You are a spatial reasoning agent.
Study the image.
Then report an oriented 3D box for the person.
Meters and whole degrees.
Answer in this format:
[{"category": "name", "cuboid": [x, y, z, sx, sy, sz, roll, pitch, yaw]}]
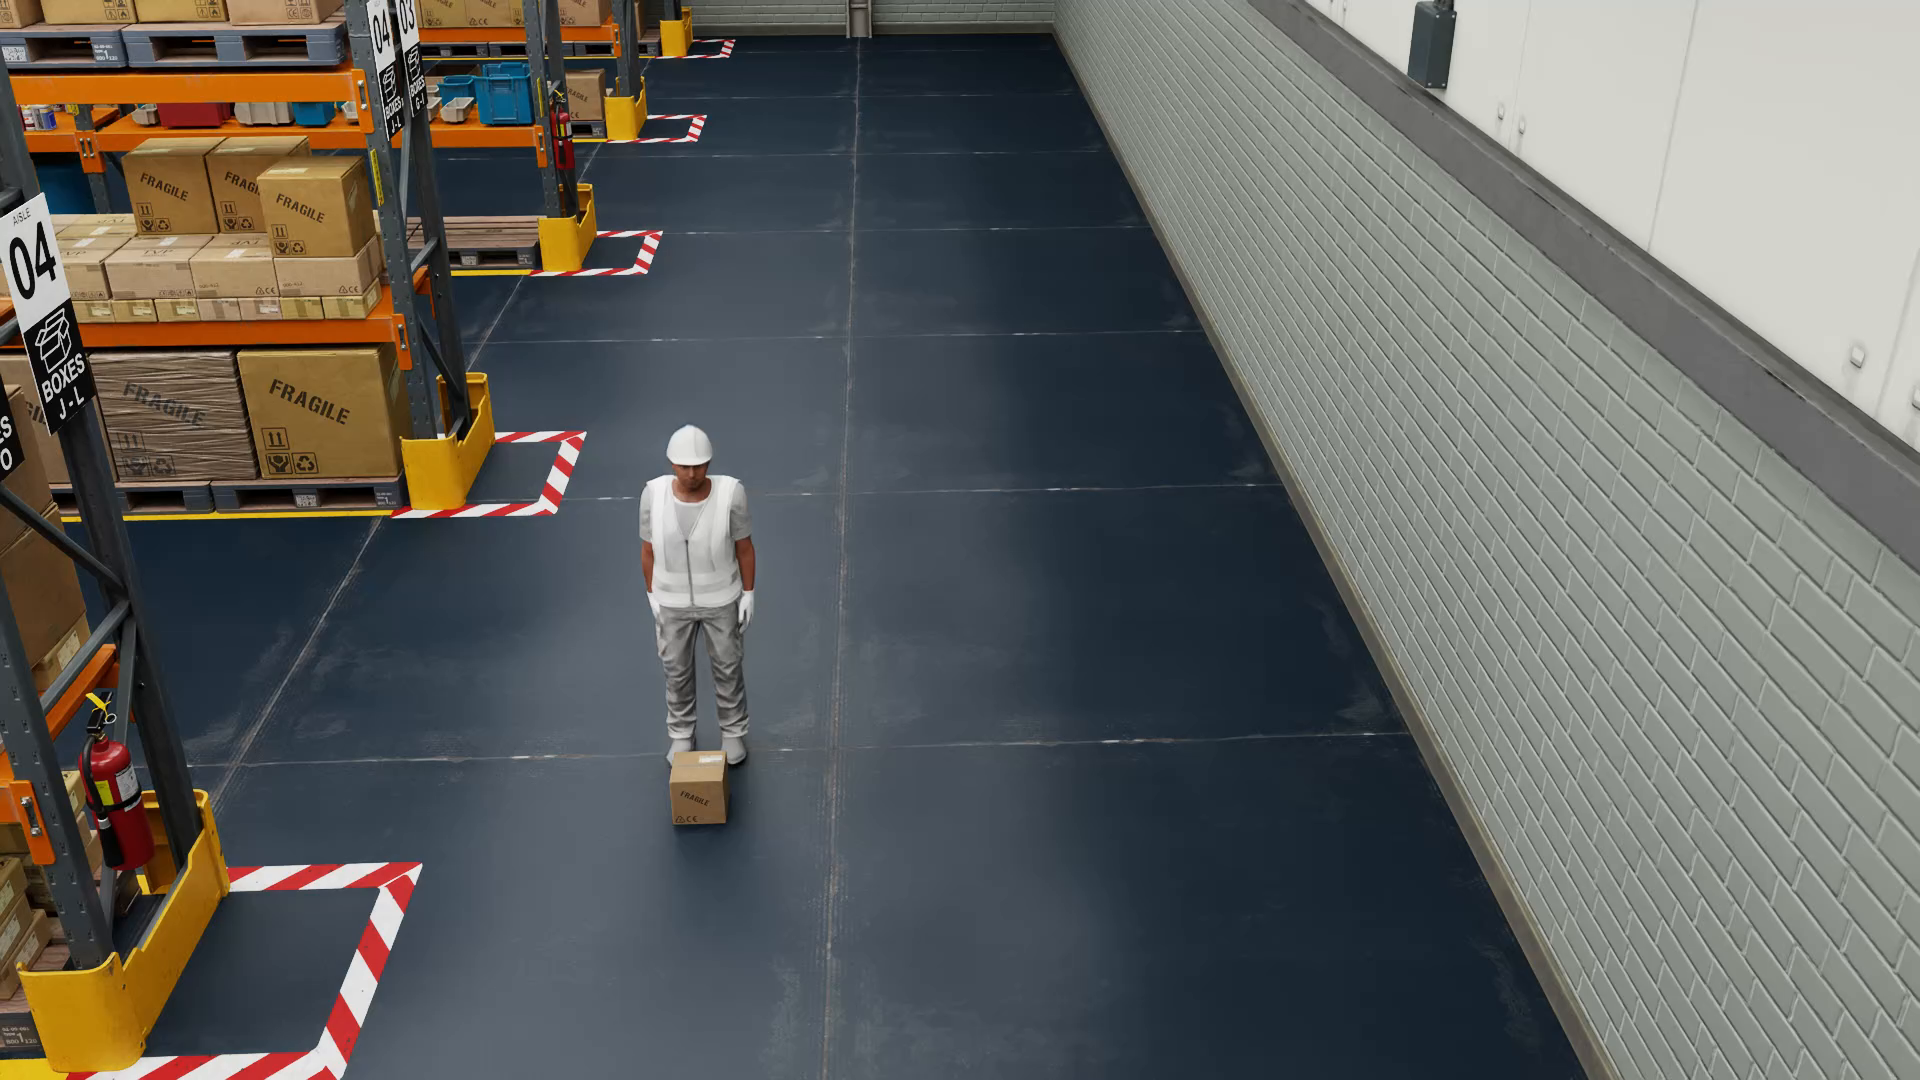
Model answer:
[{"category": "person", "cuboid": [-1.256, 0.275, 8.066, 0.546, 1.780, 0.350, -1, 27, -1]}]
